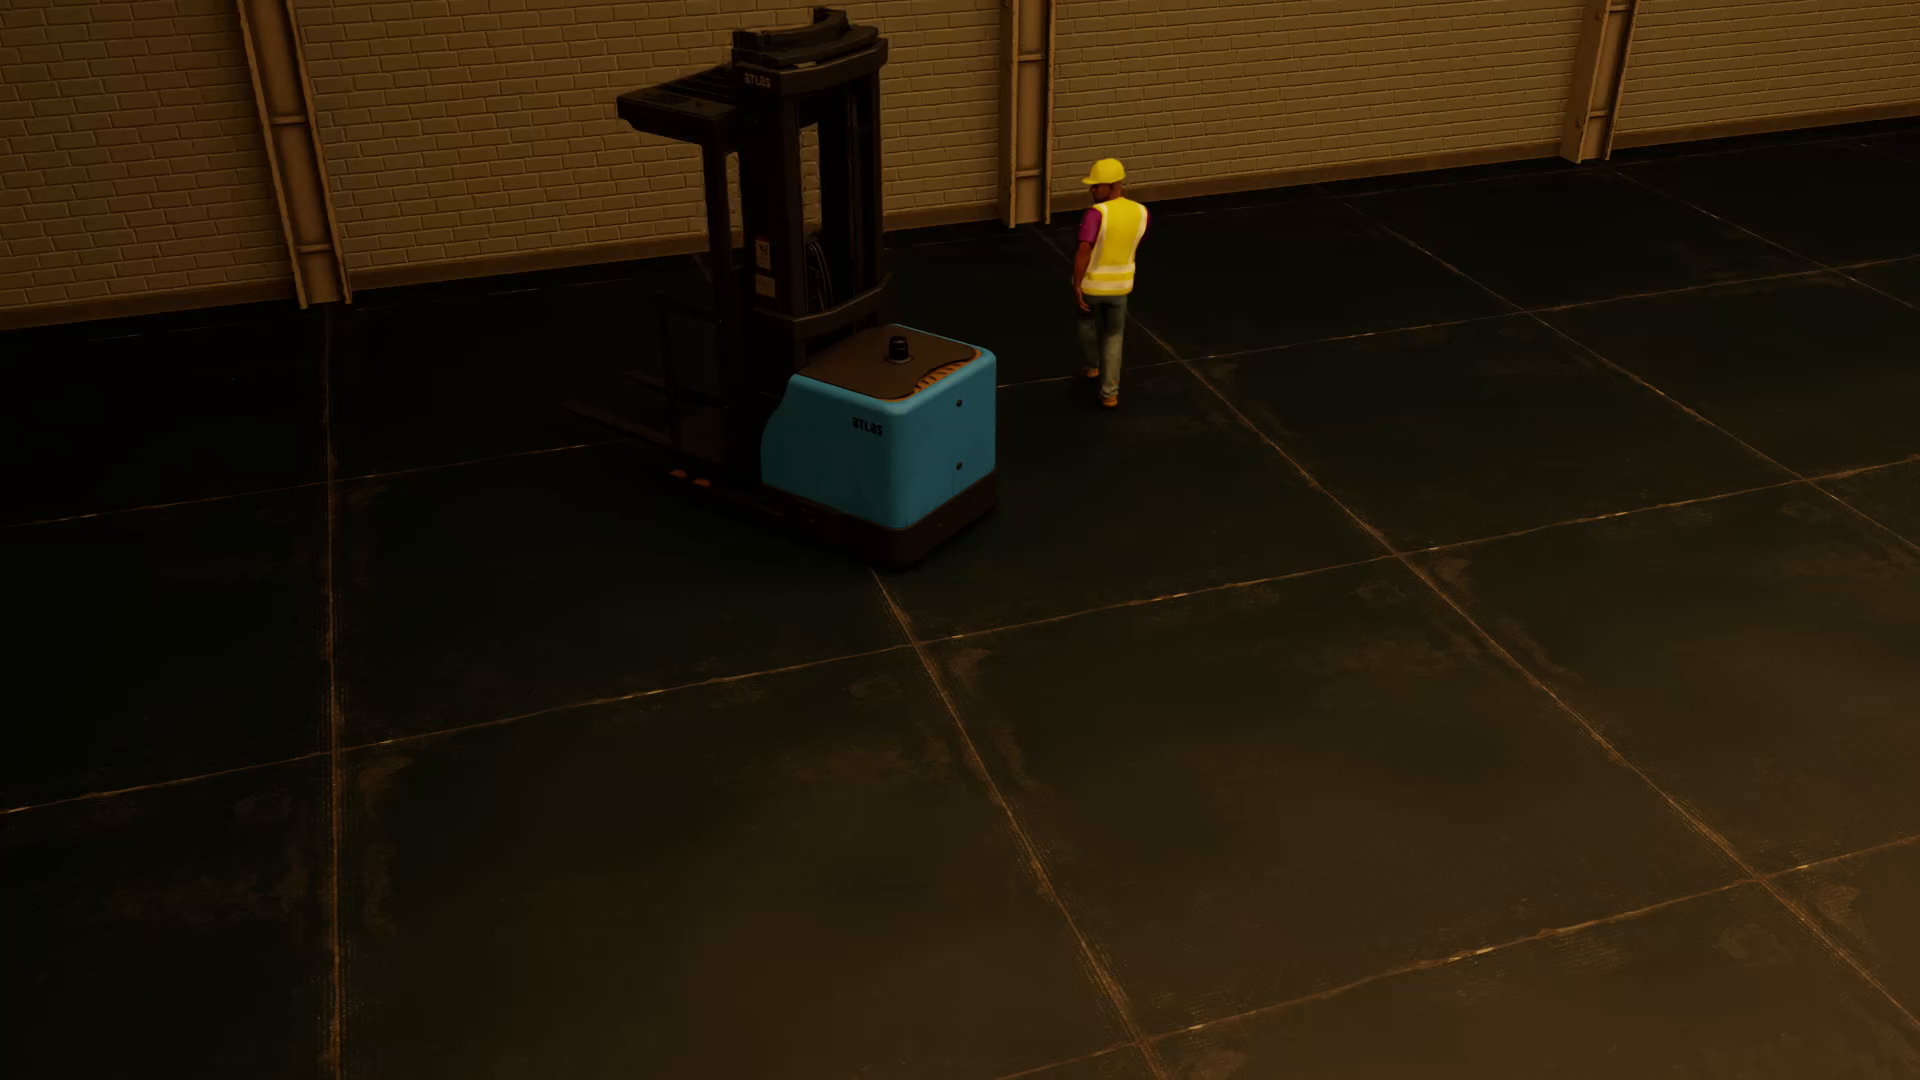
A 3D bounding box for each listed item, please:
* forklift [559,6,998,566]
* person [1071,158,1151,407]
[{"bbox_3d":[-1.266,-1.686,10.018,3.031,2.935,1.130,19,35,30],"label":"forklift"},{"bbox_3d":[1.006,-1.765,11.438,0.604,1.741,0.934,-3,30,-6],"label":"person"}]
